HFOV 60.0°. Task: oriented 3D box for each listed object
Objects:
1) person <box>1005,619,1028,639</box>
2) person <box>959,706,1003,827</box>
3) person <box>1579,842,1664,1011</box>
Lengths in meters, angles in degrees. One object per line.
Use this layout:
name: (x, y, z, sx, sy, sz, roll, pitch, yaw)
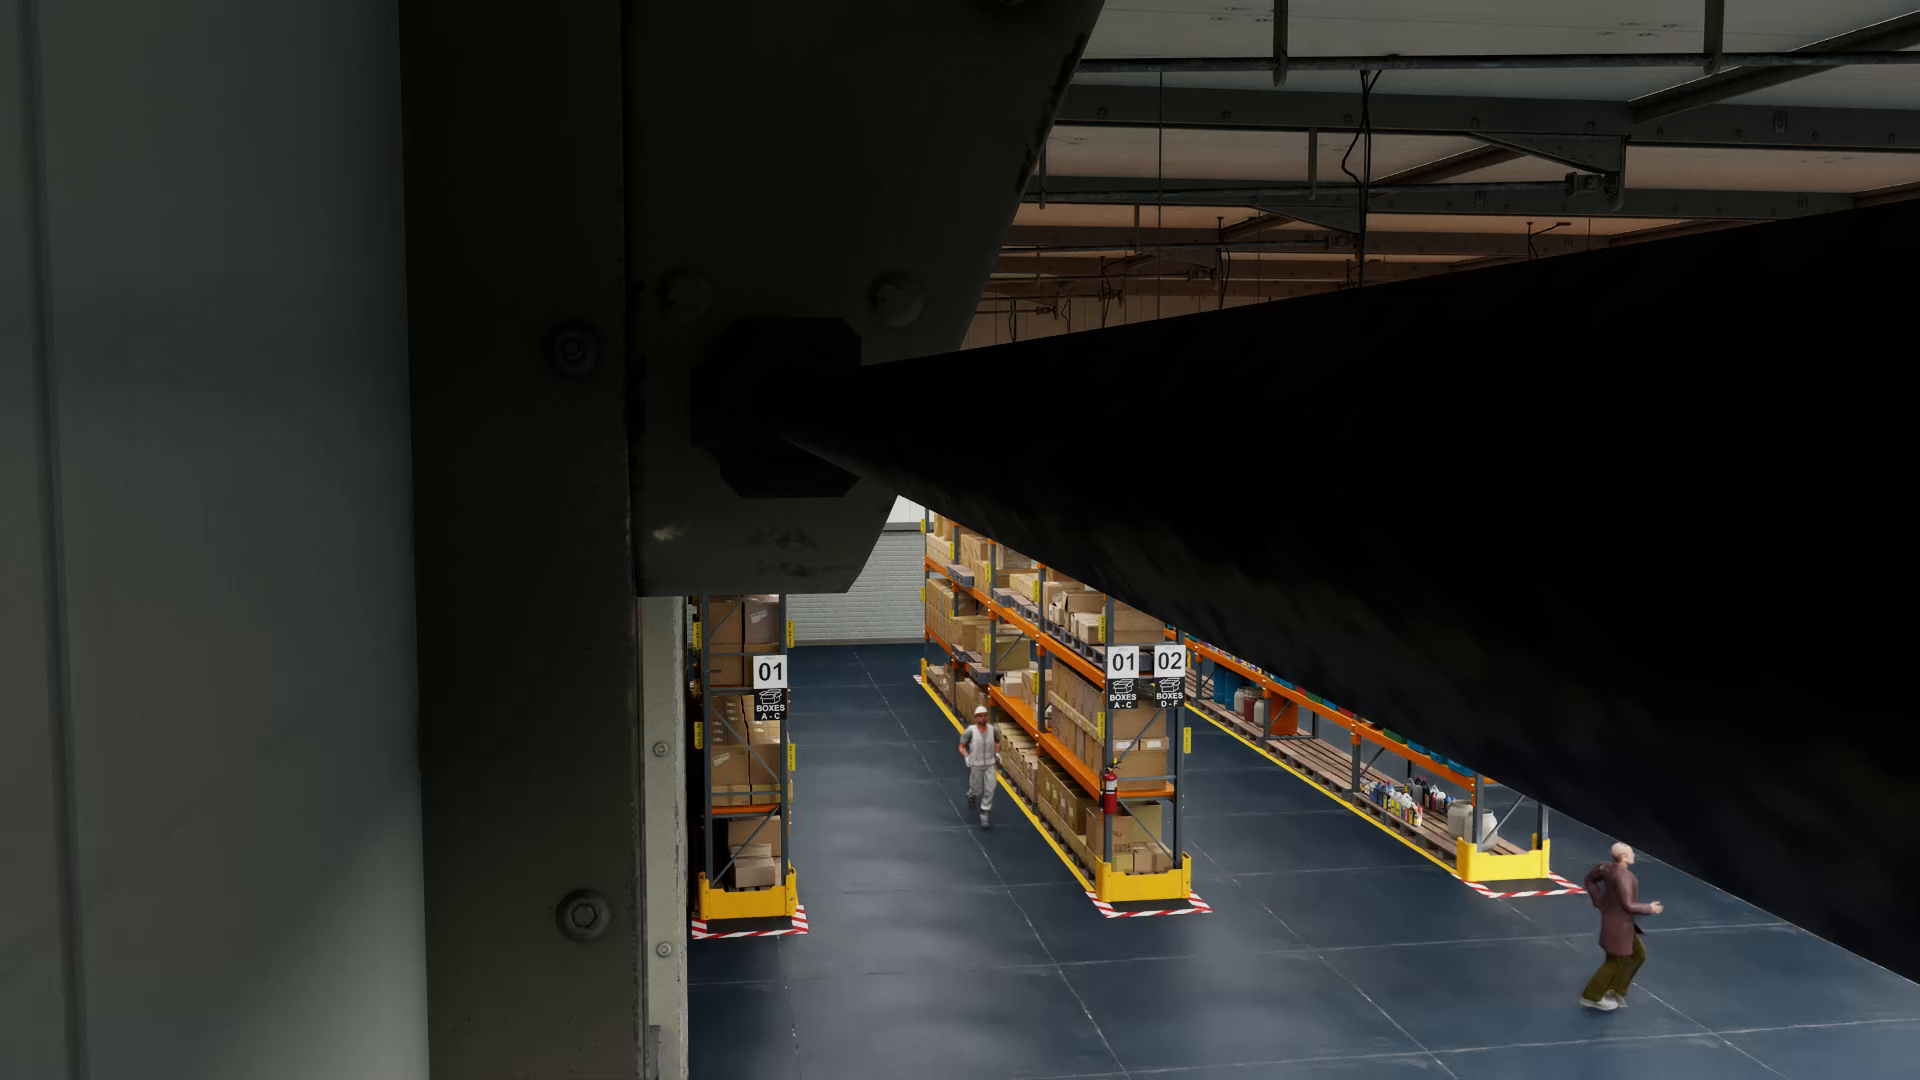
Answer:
person: (1.315, 2.242, 36.947, 0.729, 1.762, 0.657, 5, 7, 42)
person: (0.318, 3.308, 24.478, 0.667, 1.749, 0.745, -1, 5, -16)
person: (6.745, 3.969, 16.965, 0.770, 1.804, 0.701, 1, 5, 11)
